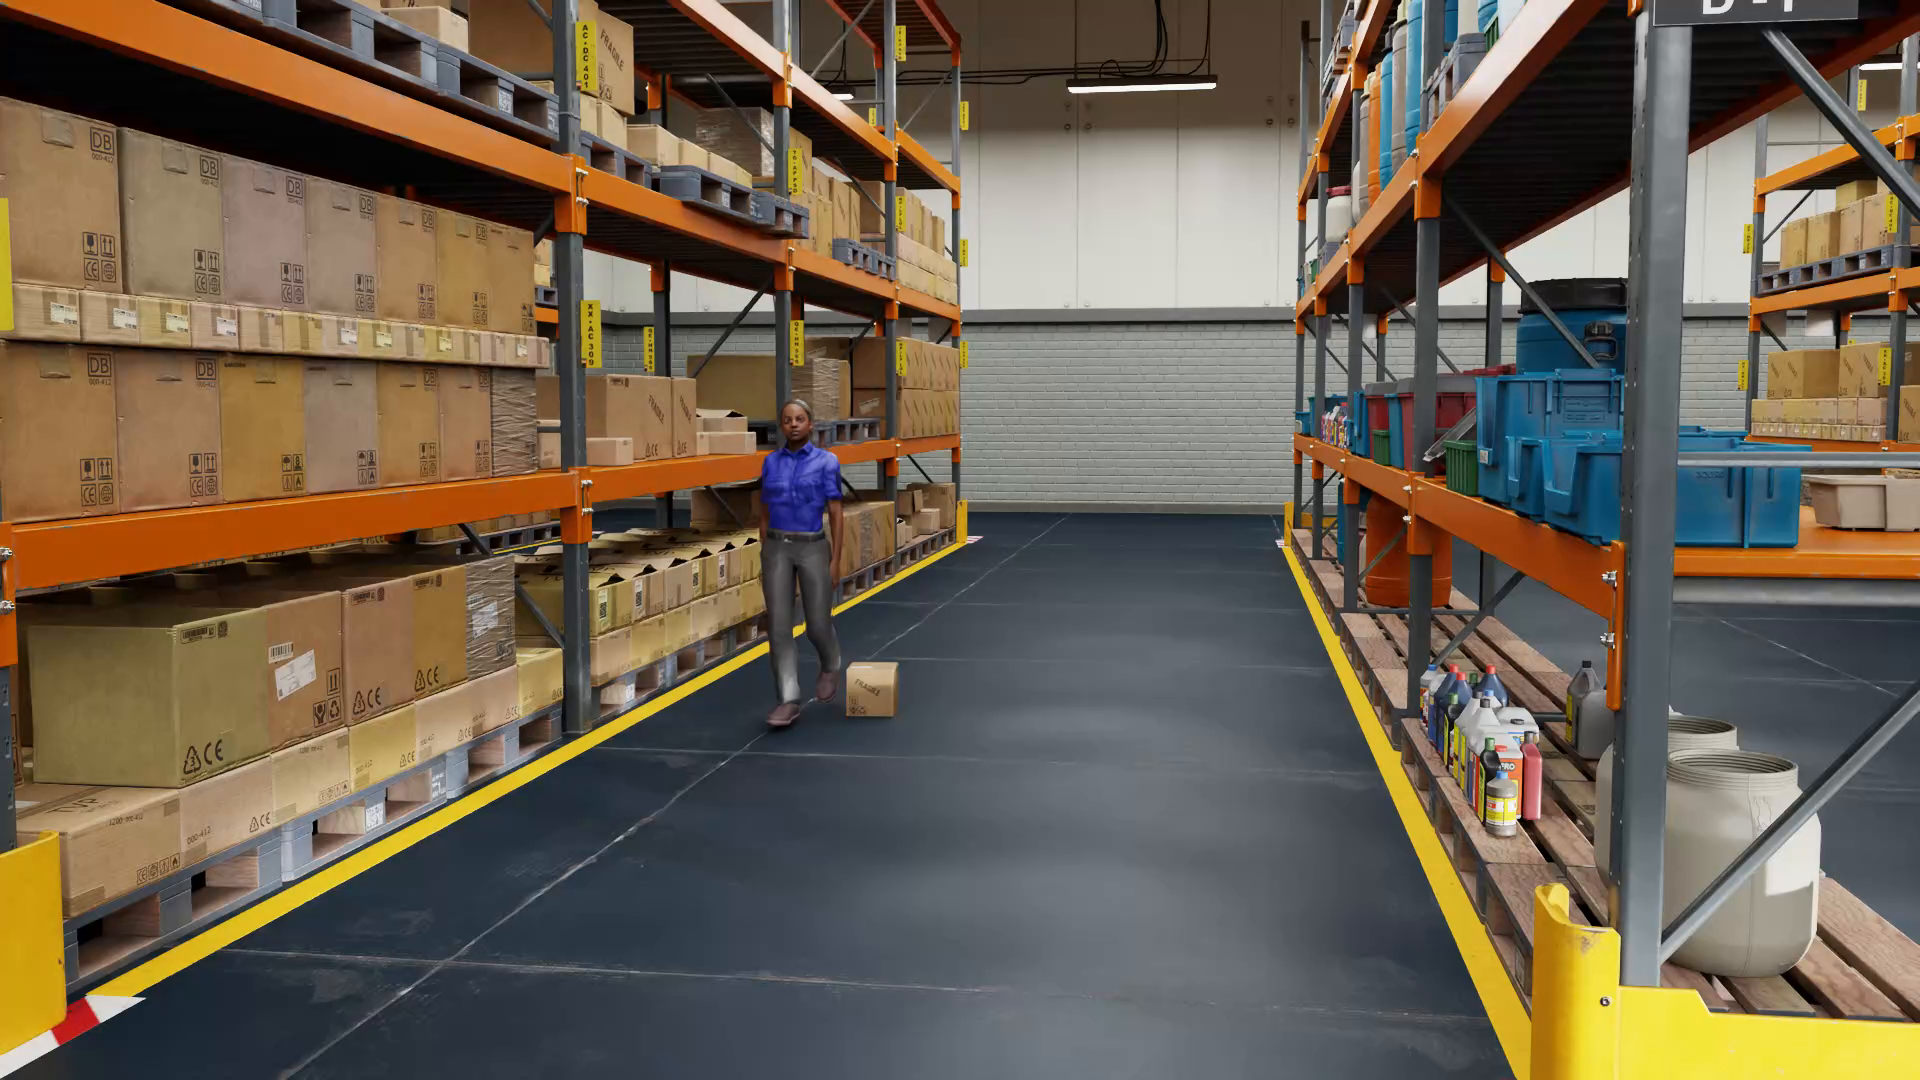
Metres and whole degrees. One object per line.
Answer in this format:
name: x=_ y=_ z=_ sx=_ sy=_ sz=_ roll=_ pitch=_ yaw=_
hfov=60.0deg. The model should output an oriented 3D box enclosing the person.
person: x=-0.810 y=0.096 z=8.526 sx=0.450 sy=1.635 sz=0.651 roll=1 pitch=5 yaw=10
